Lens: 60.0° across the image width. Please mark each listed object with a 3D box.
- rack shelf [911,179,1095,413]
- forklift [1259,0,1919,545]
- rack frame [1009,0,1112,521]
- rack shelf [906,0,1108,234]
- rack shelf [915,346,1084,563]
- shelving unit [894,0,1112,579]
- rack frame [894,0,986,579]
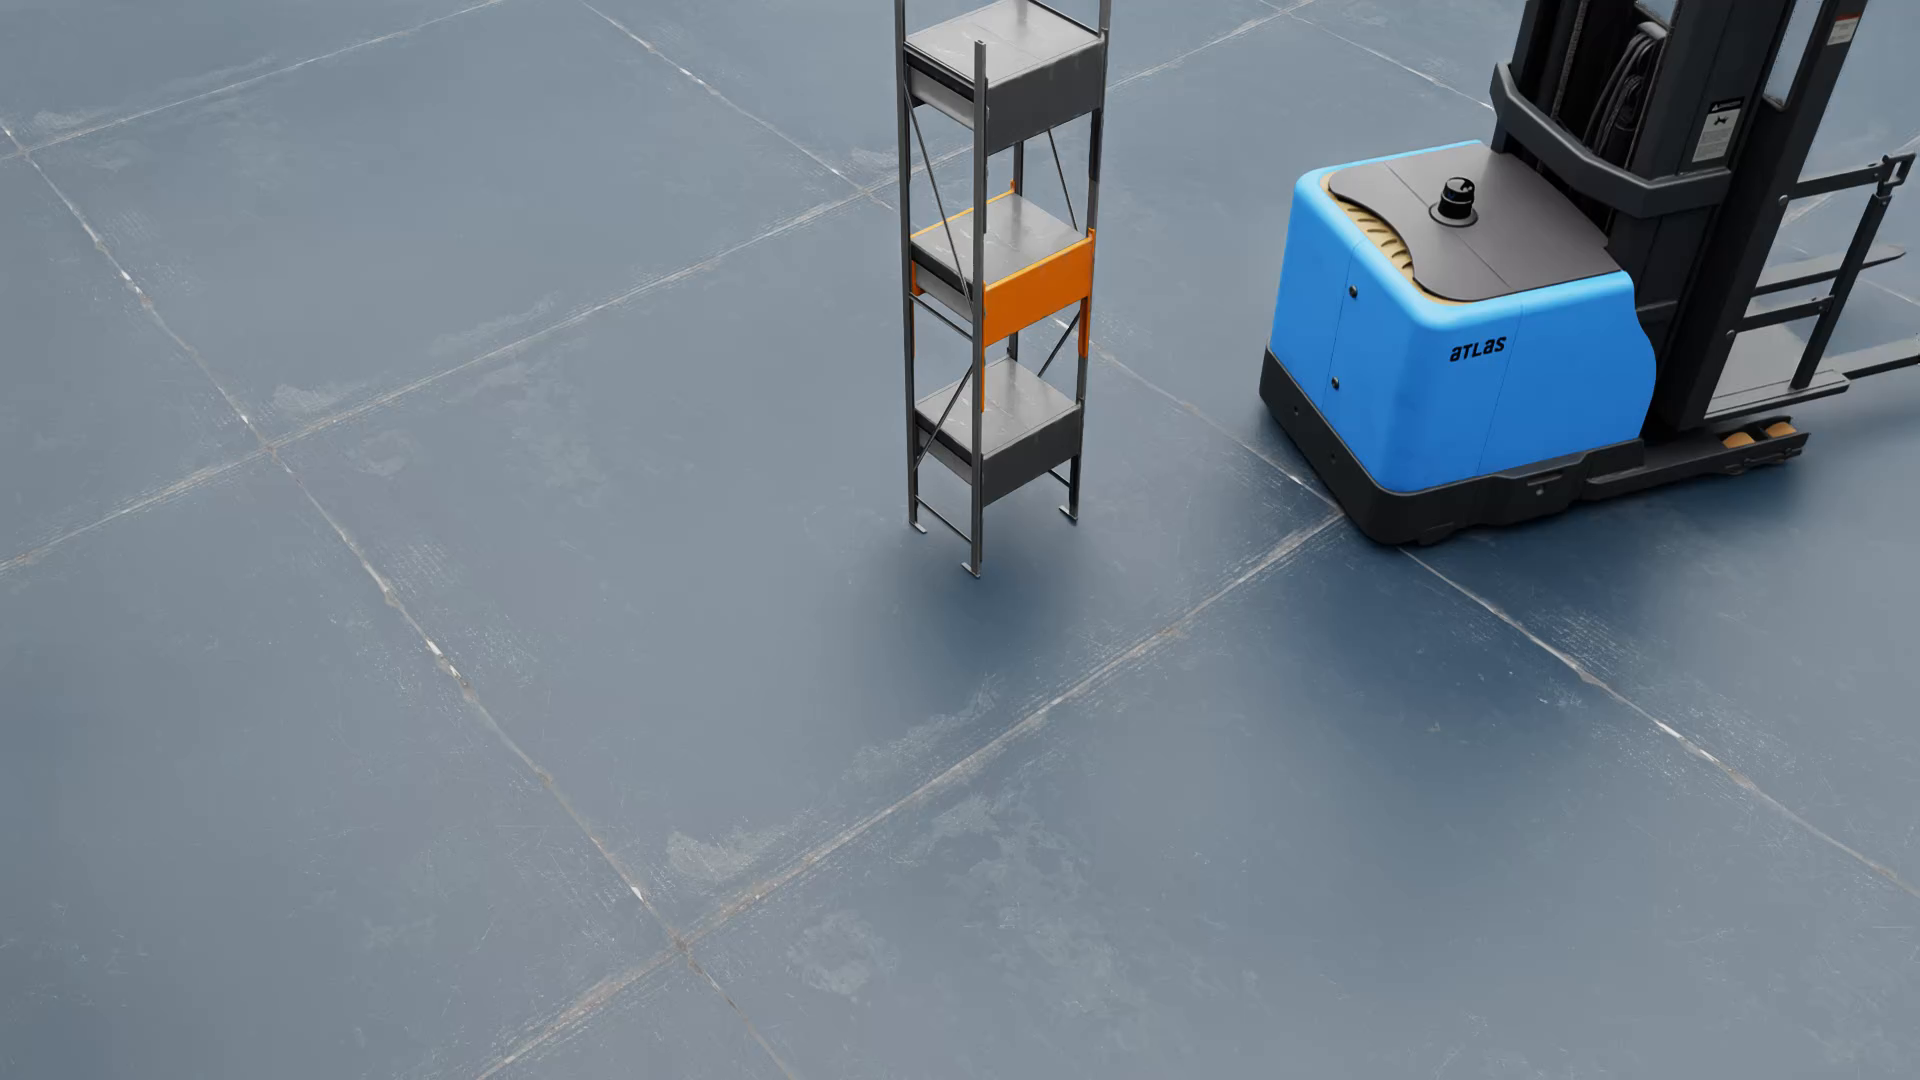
[{"bbox_3d":[0.127,-0.828,5.618,0.480,0.518,0.431,-30,51,-28],"label":"rack shelf"},{"bbox_3d":[2.794,-1.654,5.870,3.031,2.935,1.130,-13,45,-14],"label":"forklift"},{"bbox_3d":[0.314,-0.945,5.723,0.015,2.100,0.400,-30,51,-28],"label":"rack frame"},{"bbox_3d":[0.127,-1.338,5.139,0.480,0.518,0.431,-30,51,-28],"label":"rack shelf"},{"bbox_3d":[0.127,-0.318,6.097,0.480,0.518,0.431,-30,51,-28],"label":"rack shelf"},{"bbox_3d":[0.127,-0.838,5.609,0.503,2.100,0.431,-30,51,-28],"label":"shelving unit"},{"bbox_3d":[-0.060,-0.731,5.494,0.015,2.100,0.400,-30,51,-28],"label":"rack frame"}]
